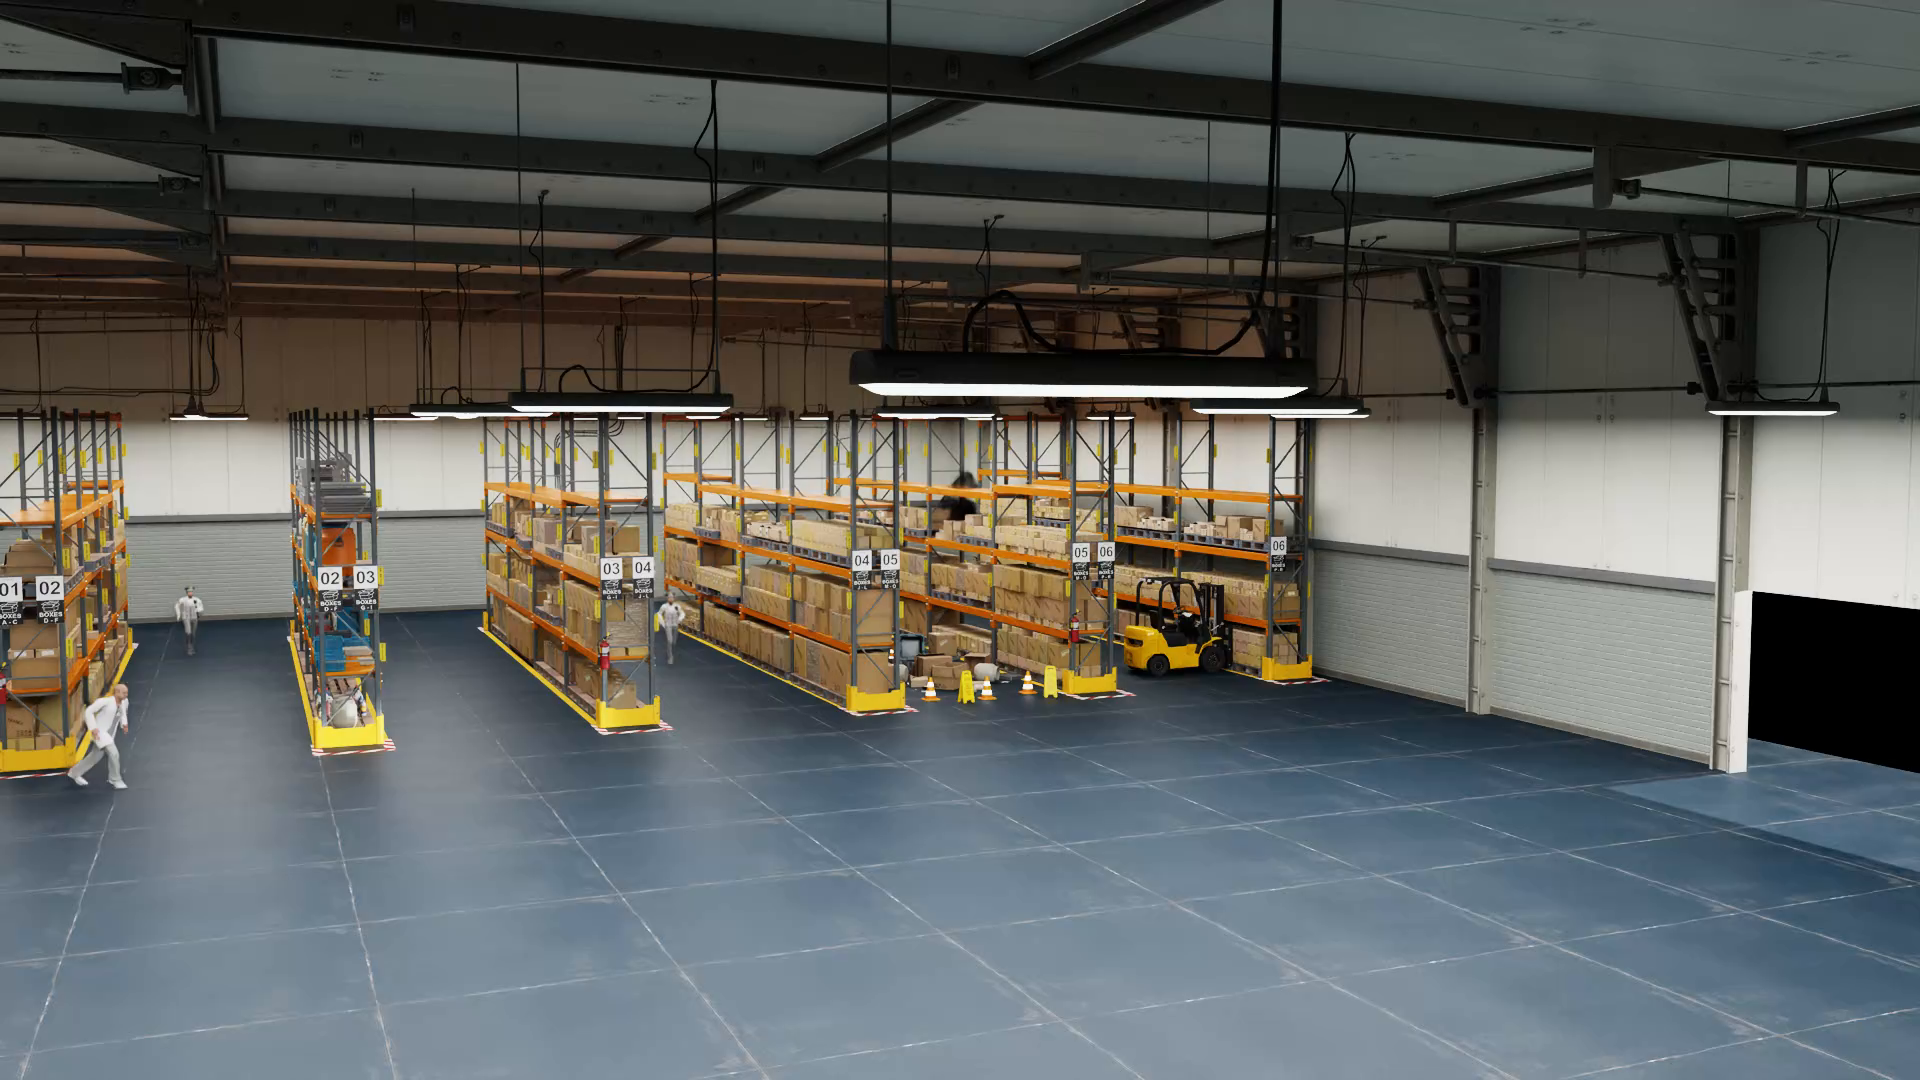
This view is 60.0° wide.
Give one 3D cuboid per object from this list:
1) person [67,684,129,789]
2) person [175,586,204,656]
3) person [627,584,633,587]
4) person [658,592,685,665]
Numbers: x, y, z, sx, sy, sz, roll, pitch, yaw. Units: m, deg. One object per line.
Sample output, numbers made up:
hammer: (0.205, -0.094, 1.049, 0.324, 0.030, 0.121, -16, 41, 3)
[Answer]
person: (-13.563, 3.090, 26.187, 1.053, 1.686, 0.707, 1, 4, 11)
person: (-19.056, 2.003, 41.154, 0.553, 1.739, 0.797, -3, 5, -37)
person: (-9.168, 1.614, 46.018, 0.668, 1.788, 0.836, -1, 4, -12)
person: (-6.913, 2.101, 39.847, 0.631, 1.743, 0.734, -2, 4, -21)
